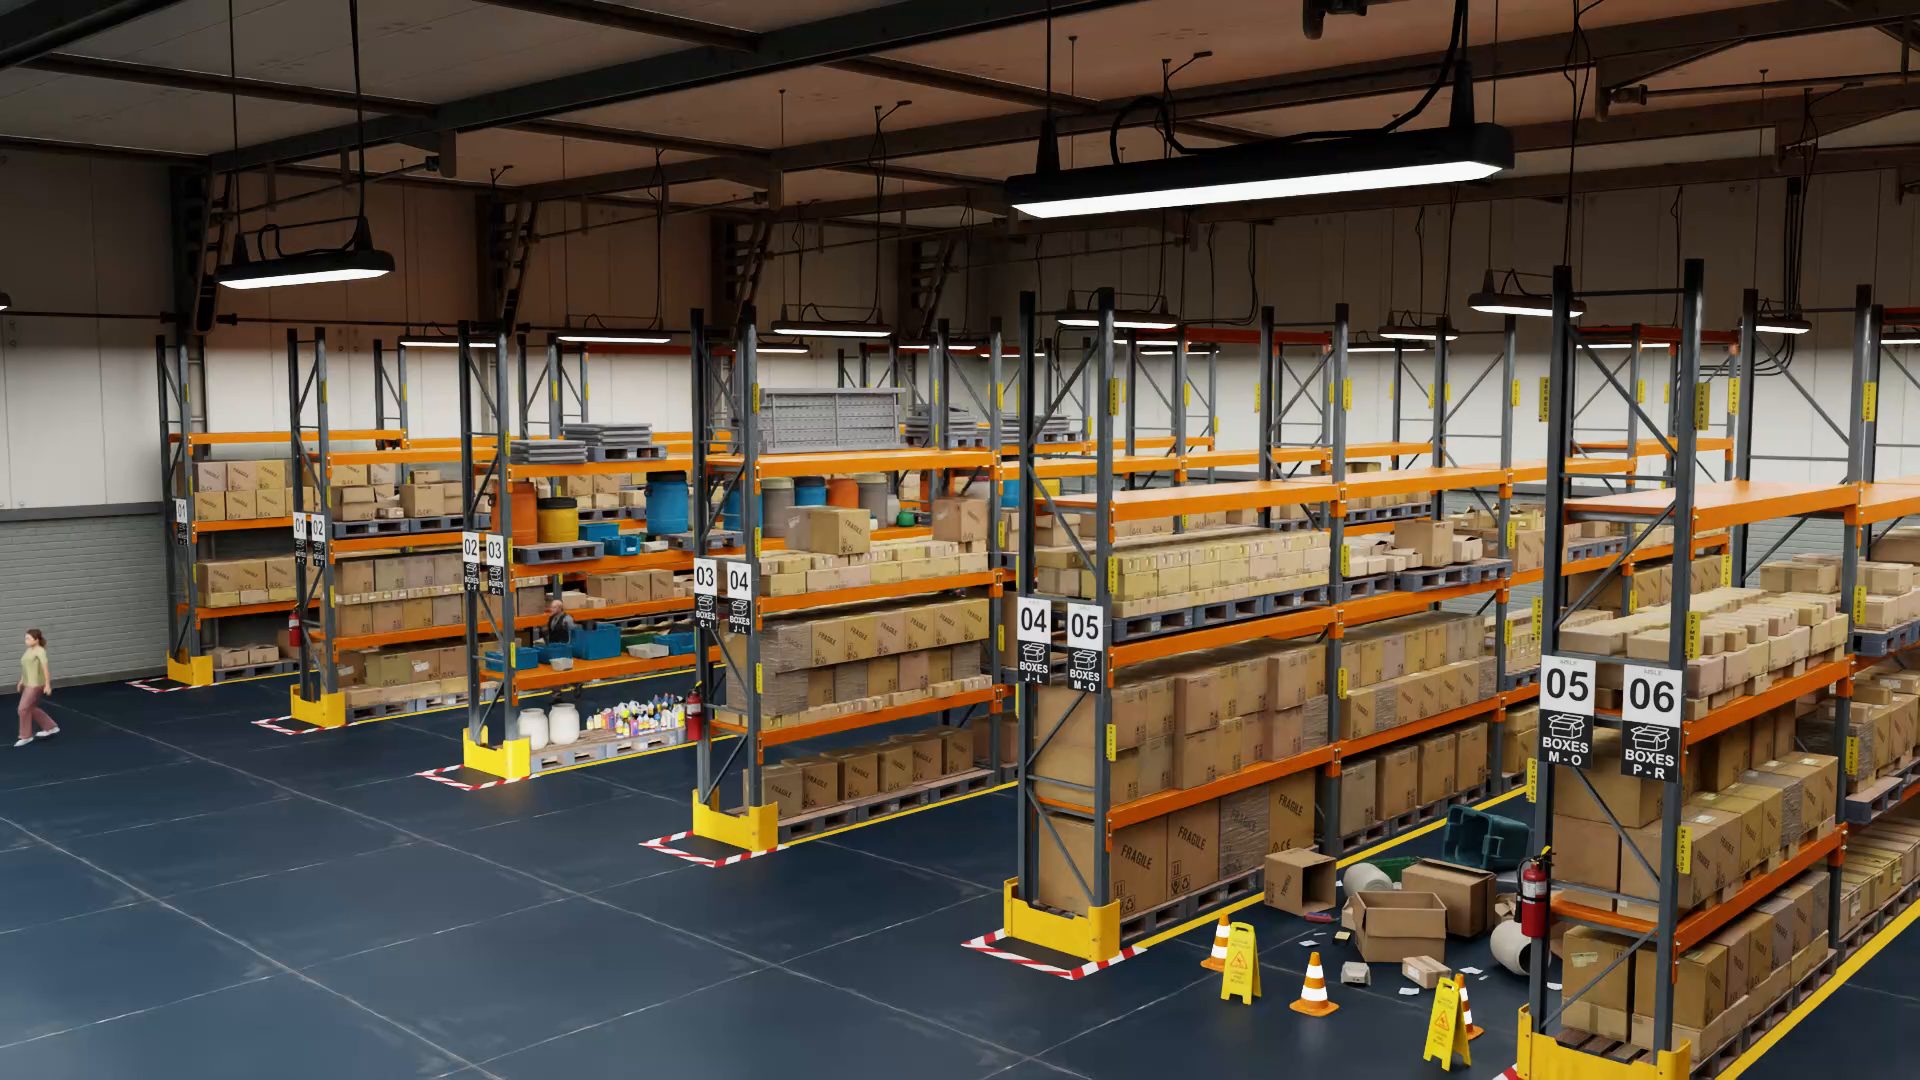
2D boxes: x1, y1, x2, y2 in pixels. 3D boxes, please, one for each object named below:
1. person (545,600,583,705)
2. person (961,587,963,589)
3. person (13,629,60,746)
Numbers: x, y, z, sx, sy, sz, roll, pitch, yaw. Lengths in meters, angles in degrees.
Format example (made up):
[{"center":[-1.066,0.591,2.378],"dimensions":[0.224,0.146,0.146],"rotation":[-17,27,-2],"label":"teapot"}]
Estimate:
[{"center":[-6.413,1.798,26.929],"dimensions":[0.624,1.704,0.638],"rotation":[3,6,32],"label":"person"},{"center":[0.326,0.525,40.256],"dimensions":[0.611,1.651,1.087],"rotation":[4,7,38],"label":"person"},{"center":[-13.338,2.116,23.973],"dimensions":[0.518,1.694,0.660],"rotation":[4,7,39],"label":"person"}]
